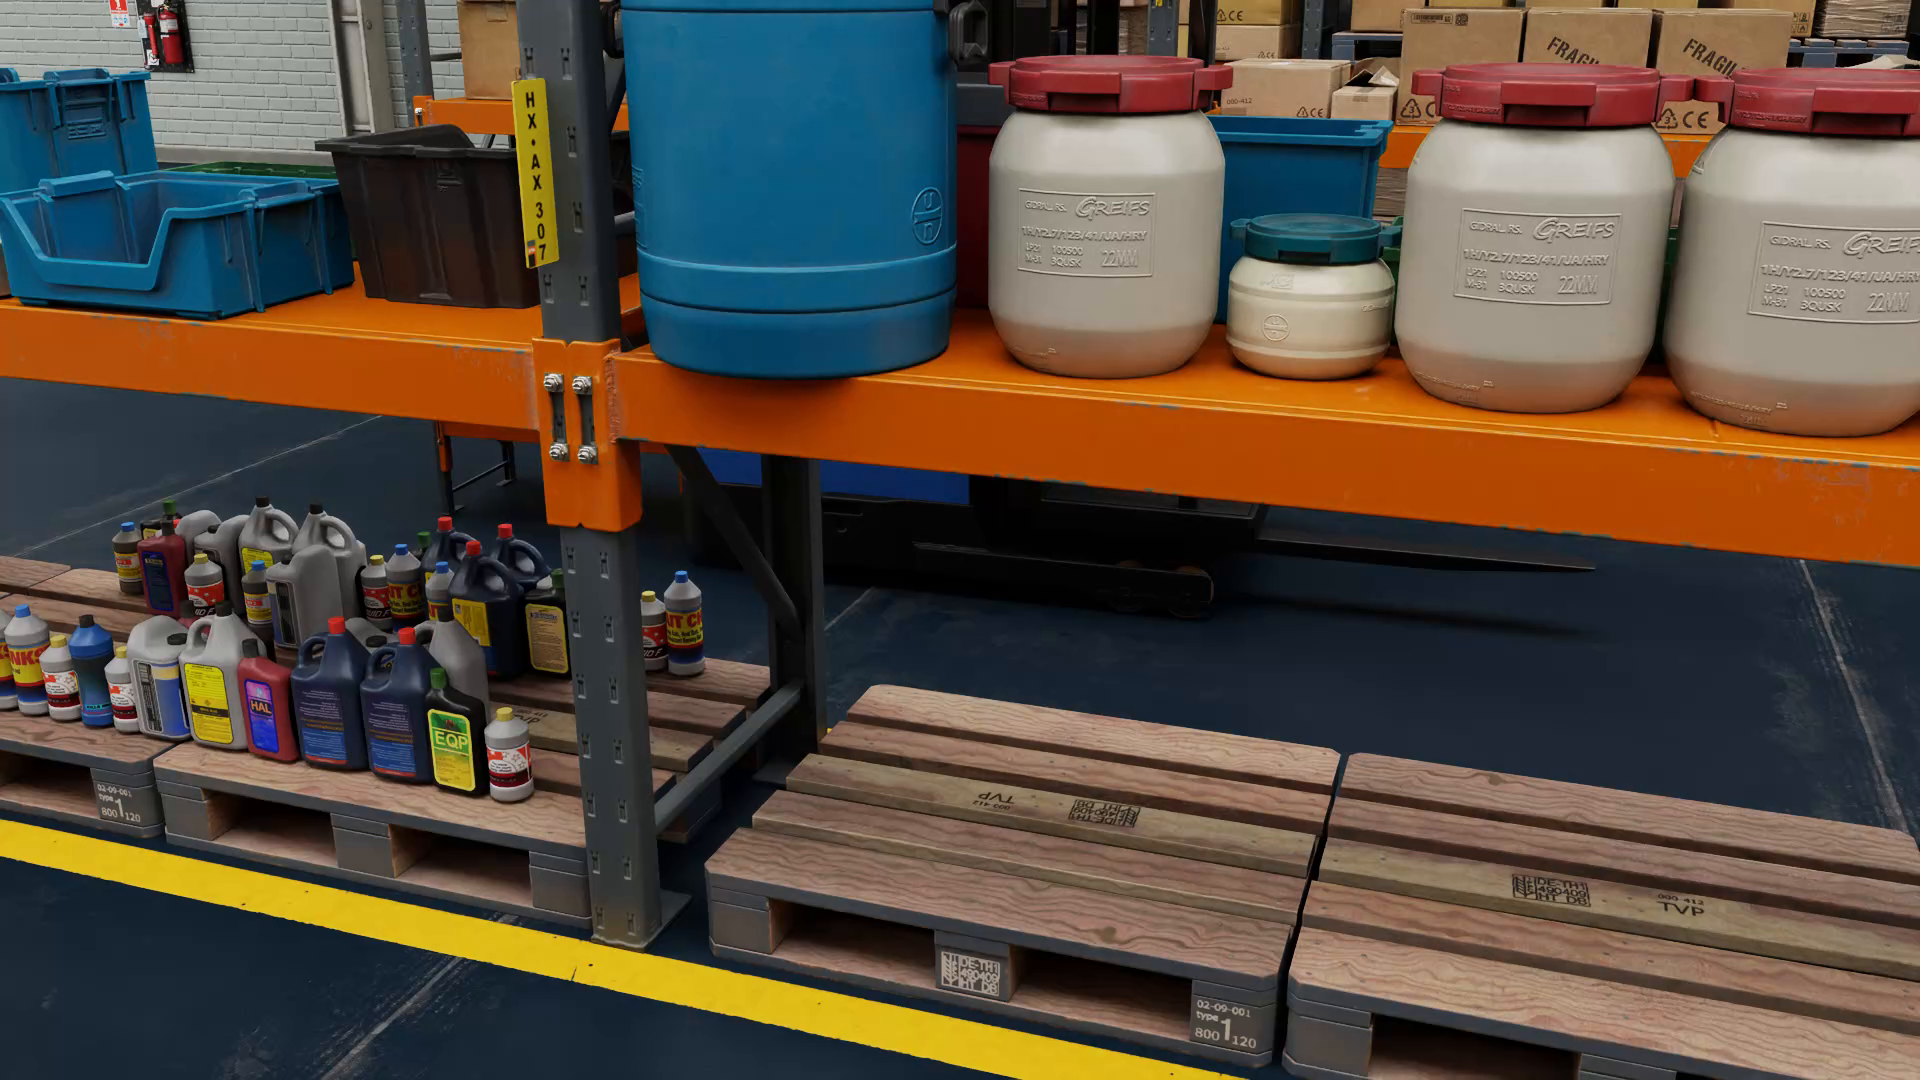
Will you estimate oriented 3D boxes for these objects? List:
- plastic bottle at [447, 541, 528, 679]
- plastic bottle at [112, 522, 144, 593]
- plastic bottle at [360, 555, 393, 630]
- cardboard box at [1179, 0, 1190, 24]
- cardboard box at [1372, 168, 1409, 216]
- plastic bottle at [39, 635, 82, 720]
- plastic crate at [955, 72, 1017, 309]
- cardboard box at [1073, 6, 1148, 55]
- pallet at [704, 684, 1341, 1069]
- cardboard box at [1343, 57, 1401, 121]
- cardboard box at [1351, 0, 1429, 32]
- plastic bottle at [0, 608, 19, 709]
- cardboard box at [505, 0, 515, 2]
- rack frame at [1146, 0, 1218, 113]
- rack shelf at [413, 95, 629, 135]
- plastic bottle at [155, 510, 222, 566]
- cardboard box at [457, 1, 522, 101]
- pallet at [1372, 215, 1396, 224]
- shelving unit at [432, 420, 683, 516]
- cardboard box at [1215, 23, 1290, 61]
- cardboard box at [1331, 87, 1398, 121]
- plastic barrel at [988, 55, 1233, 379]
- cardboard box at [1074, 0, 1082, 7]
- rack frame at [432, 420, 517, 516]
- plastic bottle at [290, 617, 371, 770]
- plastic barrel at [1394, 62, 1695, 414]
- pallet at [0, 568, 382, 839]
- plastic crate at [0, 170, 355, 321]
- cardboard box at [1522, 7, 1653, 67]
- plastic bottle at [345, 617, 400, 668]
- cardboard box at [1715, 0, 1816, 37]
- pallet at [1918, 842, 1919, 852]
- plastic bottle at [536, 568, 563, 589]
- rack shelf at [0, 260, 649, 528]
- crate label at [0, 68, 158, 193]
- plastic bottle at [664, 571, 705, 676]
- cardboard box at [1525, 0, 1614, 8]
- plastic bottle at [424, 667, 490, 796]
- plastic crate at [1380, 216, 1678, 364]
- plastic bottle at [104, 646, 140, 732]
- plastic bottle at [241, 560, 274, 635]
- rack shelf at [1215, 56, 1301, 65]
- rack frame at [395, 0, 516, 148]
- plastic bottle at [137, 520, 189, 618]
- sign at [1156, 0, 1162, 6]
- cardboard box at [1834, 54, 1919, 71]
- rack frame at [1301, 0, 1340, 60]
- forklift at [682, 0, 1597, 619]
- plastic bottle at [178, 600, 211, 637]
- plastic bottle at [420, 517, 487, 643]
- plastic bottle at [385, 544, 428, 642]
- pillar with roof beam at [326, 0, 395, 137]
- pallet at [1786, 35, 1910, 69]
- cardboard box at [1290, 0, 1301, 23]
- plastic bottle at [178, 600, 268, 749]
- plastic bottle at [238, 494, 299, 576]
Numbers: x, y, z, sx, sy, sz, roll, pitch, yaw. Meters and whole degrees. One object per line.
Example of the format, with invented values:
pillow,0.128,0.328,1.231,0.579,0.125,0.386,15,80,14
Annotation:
plastic bottle,-1.244,0.176,4.371,0.185,0.351,0.144,7,20,18
plastic bottle,-2.470,0.048,4.966,0.097,0.201,0.097,0,19,0
plastic bottle,-1.634,0.143,4.692,0.097,0.201,0.097,0,19,0
cardboard box,1.660,-4.076,12.271,0.500,0.500,0.500,6,20,18
cardboard box,3.382,-2.730,12.479,0.500,0.500,0.700,7,20,20
plastic bottle,-2.226,0.337,4.136,0.097,0.201,0.097,0,19,0
plastic crate,-0.012,-0.769,3.628,0.583,0.464,0.402,7,20,18
cardboard box,0.638,-2.329,8.049,0.500,0.500,0.700,6,20,17
pallet,0.185,0.693,3.766,1.213,0.211,1.003,7,20,18
cardboard box,1.950,-2.134,7.847,0.258,0.266,0.396,6,20,17
cardboard box,3.151,-3.966,12.076,0.500,0.500,0.700,7,20,18
plastic bottle,-2.414,0.282,4.186,0.097,0.271,0.097,0,19,0
cardboard box,-2.169,-2.884,8.656,0.250,0.149,0.380,6,20,17
rack frame,1.059,-2.236,7.933,0.127,3.000,1.000,7,20,18
rack shelf,-0.830,-2.112,8.671,4.000,0.370,1.077,7,20,18
plastic bottle,-2.241,0.048,4.851,0.135,0.276,0.152,7,20,18
cardboard box,-2.283,-2.661,9.000,0.500,0.500,0.700,7,20,18
pallet,3.417,-2.376,12.572,1.213,0.211,1.003,7,20,18
shelving unit,-1.406,-0.658,6.254,1.048,1.125,0.538,5,20,15
cardboard box,2.134,-3.672,12.251,0.500,0.250,0.500,7,20,18
cardboard box,1.829,-1.958,7.518,0.250,0.149,0.380,7,20,18
plastic barrel,0.262,-0.589,3.002,0.433,0.535,0.433,0,19,0
cardboard box,0.499,-2.579,7.782,0.250,0.149,0.380,6,20,17
rack frame,-1.895,-0.704,6.386,0.032,1.125,0.500,5,20,15
plastic bottle,-1.454,0.346,3.882,0.185,0.351,0.144,5,20,15
plastic barrel,0.955,-0.510,2.774,0.433,0.535,0.433,0,19,0
pallet,-2.347,0.404,4.597,1.213,0.211,1.003,7,20,18
plastic crate,-1.704,-0.661,3.641,0.616,0.251,0.499,7,20,18
cardboard box,2.750,-2.084,7.346,0.500,0.500,0.500,7,20,18
plastic bottle,-1.429,0.333,4.034,0.135,0.276,0.152,7,20,18
cardboard box,5.476,-3.699,11.310,0.500,0.500,0.700,5,20,13
pallet,2.489,0.957,3.010,1.213,0.211,1.003,7,20,18
plastic bottle,-1.042,0.185,4.458,0.135,0.276,0.152,7,21,20
rack shelf,-2.459,-0.572,4.254,4.000,0.370,1.077,7,20,18
crate label,-2.521,-1.030,4.421,0.616,0.435,0.502,7,20,18
plastic bottle,-0.727,0.214,4.383,0.097,0.271,0.097,0,19,0
cardboard box,4.309,-3.842,11.720,0.500,0.500,0.700,10,21,26
plastic bottle,-1.133,0.429,3.746,0.133,0.283,0.061,8,21,21
plastic crate,1.168,-0.496,3.263,0.662,0.188,0.450,7,20,18
plastic bottle,-2.032,0.359,4.072,0.097,0.201,0.097,0,19,0
plastic bottle,-1.950,0.157,4.651,0.097,0.201,0.097,0,19,0
rack shelf,0.792,-3.653,13.091,4.000,0.370,1.077,7,20,18
rack frame,-2.719,-2.668,9.173,0.127,3.000,1.000,7,20,18
plastic bottle,-2.275,0.078,4.755,0.133,0.283,0.061,7,20,18
sign,0.878,-2.509,7.282,0.005,0.325,0.100,7,20,18
cardboard box,4.056,-1.919,7.158,0.500,0.311,0.500,6,20,17
rack frame,2.681,-3.776,12.353,0.127,3.000,1.000,7,20,18
forklift,0.605,-1.326,5.429,3.031,2.935,1.130,5,20,15
plastic bottle,-1.877,0.291,4.142,0.133,0.283,0.061,7,20,18
plastic bottle,-1.375,0.110,4.558,0.185,0.351,0.144,6,20,16
plastic bottle,-1.526,0.144,4.584,0.097,0.271,0.097,0,19,0
pillar with roof beam,-7.233,-6.544,11.179,0.400,9.000,9.100,7,20,18
pallet,5.752,-3.298,11.271,1.003,0.211,1.213,7,20,18
cardboard box,2.306,-4.185,12.583,0.500,0.500,0.500,6,20,17
plastic bottle,-1.759,0.311,3.982,0.185,0.351,0.144,6,20,18
plastic bottle,-1.952,0.044,4.748,0.185,0.351,0.144,7,21,20
